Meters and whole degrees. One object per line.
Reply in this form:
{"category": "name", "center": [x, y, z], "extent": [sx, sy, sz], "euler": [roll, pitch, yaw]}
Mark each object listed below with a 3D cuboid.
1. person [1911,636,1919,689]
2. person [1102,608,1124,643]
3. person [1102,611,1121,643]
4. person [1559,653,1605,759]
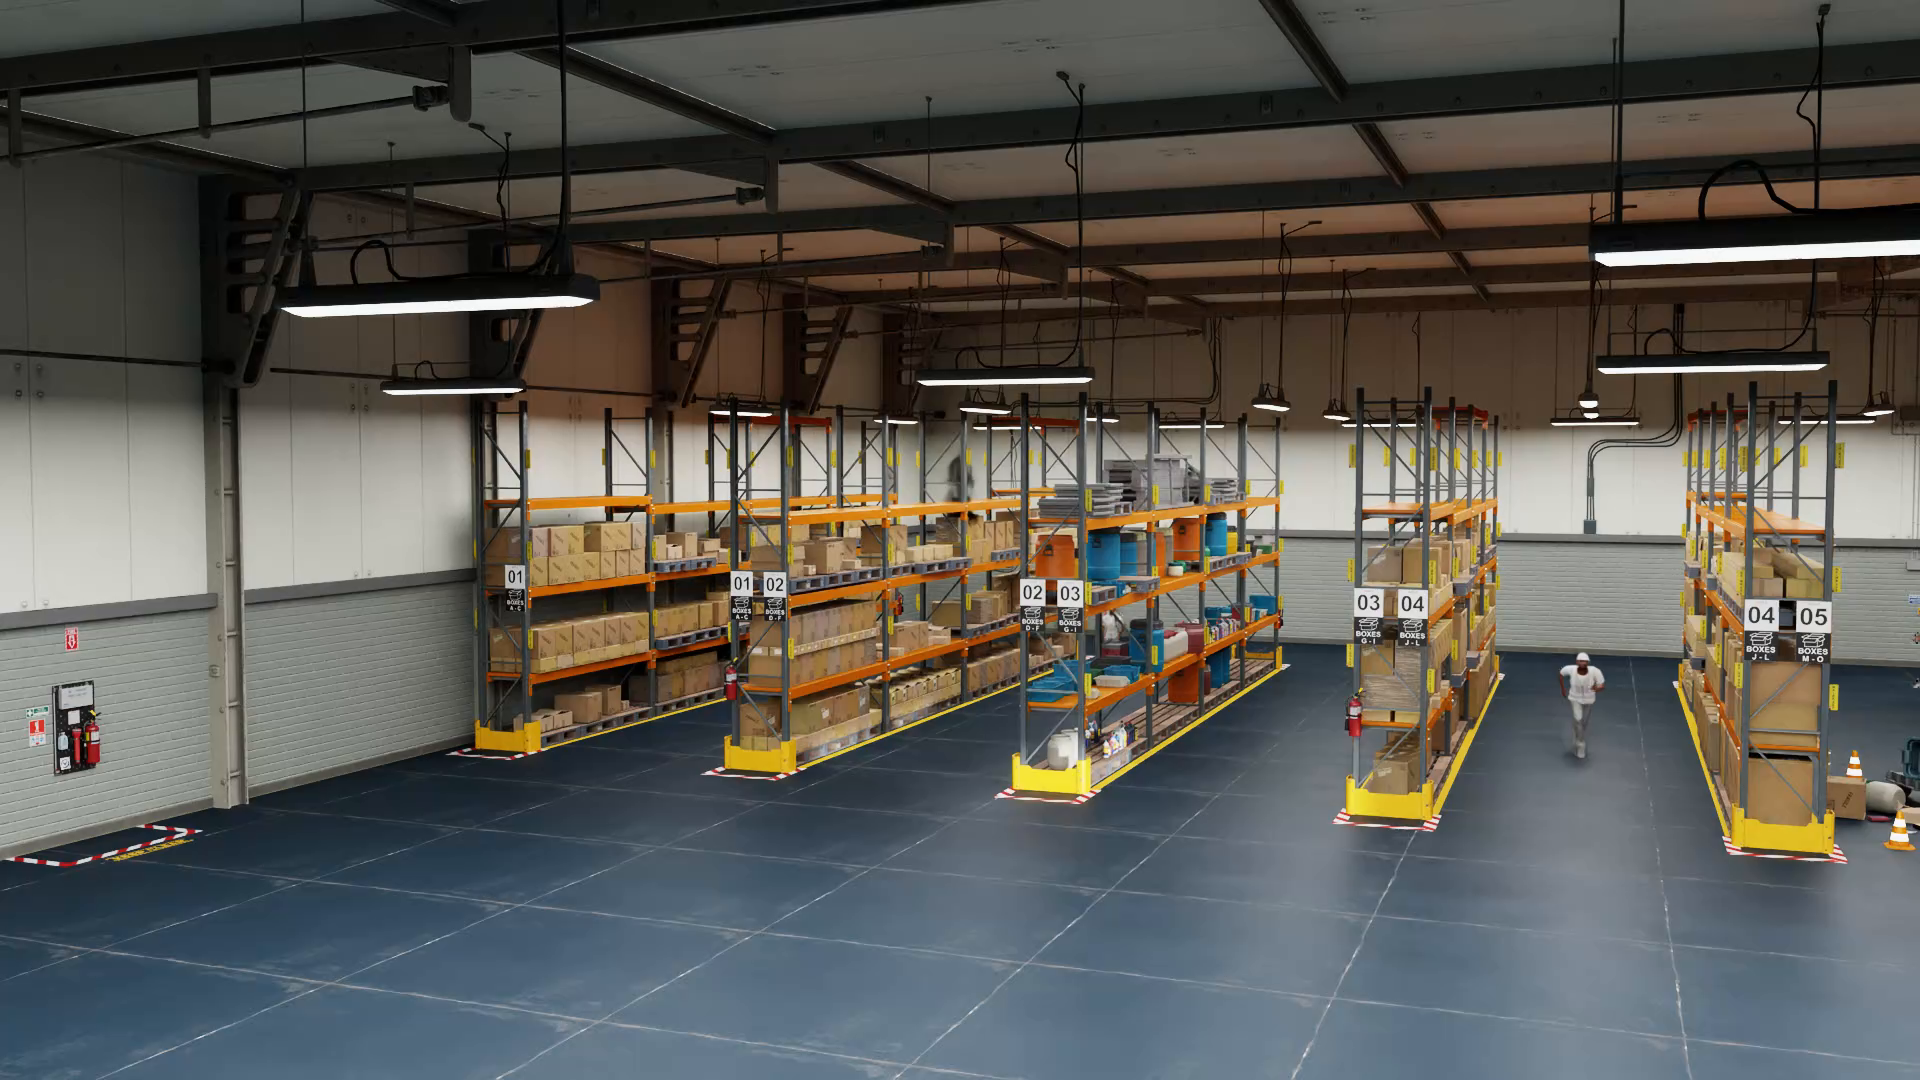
{"category": "person", "center": [21.219, 2.369, 36.206], "extent": [0.918, 1.764, 0.712], "euler": [0, 3, 7]}
{"category": "person", "center": [3.549, 2.287, 38.805], "extent": [0.563, 1.655, 0.589], "euler": [1, 3, 12]}
{"category": "person", "center": [3.795, 2.087, 42.396], "extent": [0.560, 1.709, 0.660], "euler": [2, 3, 33]}
{"category": "person", "center": [10.545, 2.760, 28.232], "extent": [0.695, 1.749, 1.007], "euler": [0, 3, 9]}
